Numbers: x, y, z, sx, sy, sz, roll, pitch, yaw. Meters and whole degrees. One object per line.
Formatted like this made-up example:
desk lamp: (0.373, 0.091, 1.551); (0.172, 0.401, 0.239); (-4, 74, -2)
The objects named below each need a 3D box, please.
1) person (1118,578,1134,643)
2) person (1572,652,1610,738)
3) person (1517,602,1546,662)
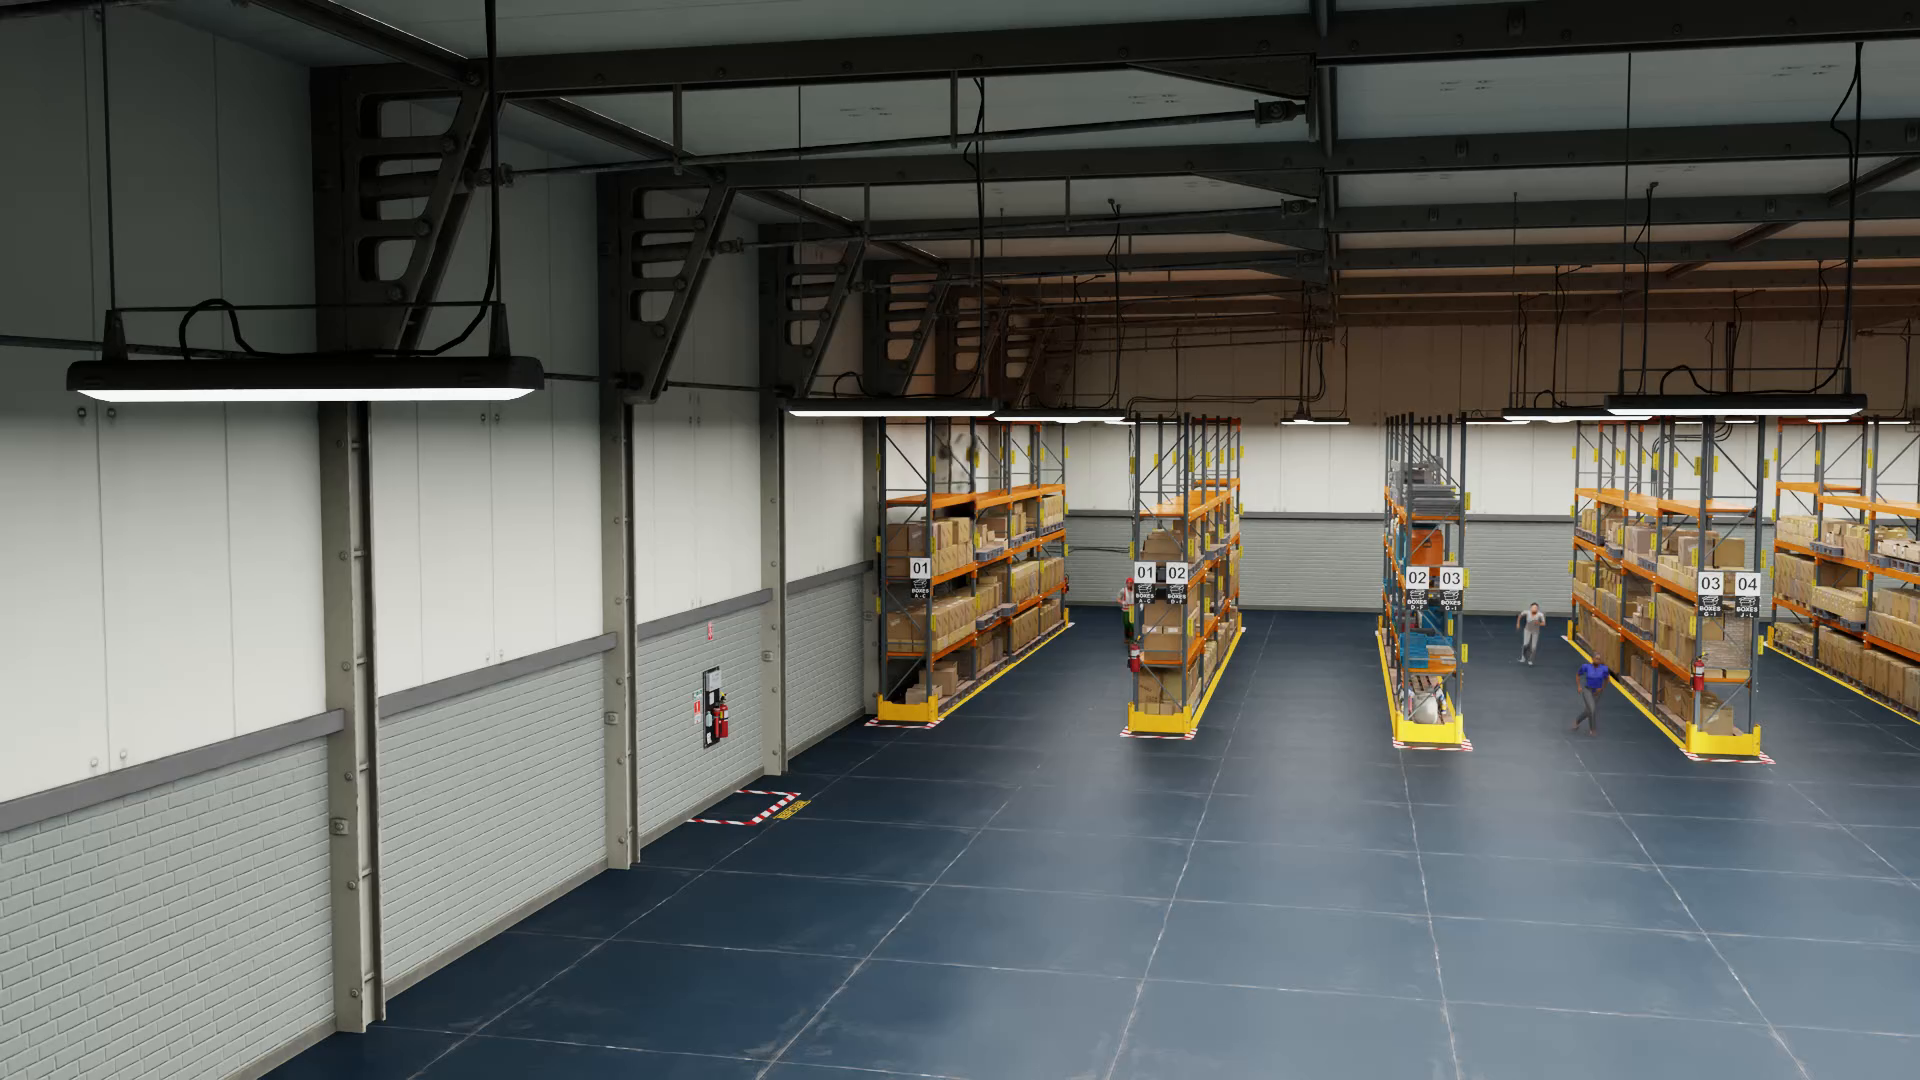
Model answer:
person: (4.431, 1.830, 43.473); (0.628, 1.718, 0.702); (0, 4, 6)
person: (11.770, 2.916, 31.062); (0.580, 1.503, 0.803); (0, 4, 0)
person: (13.784, 2.232, 40.124); (0.644, 1.506, 0.712); (1, 4, 16)
